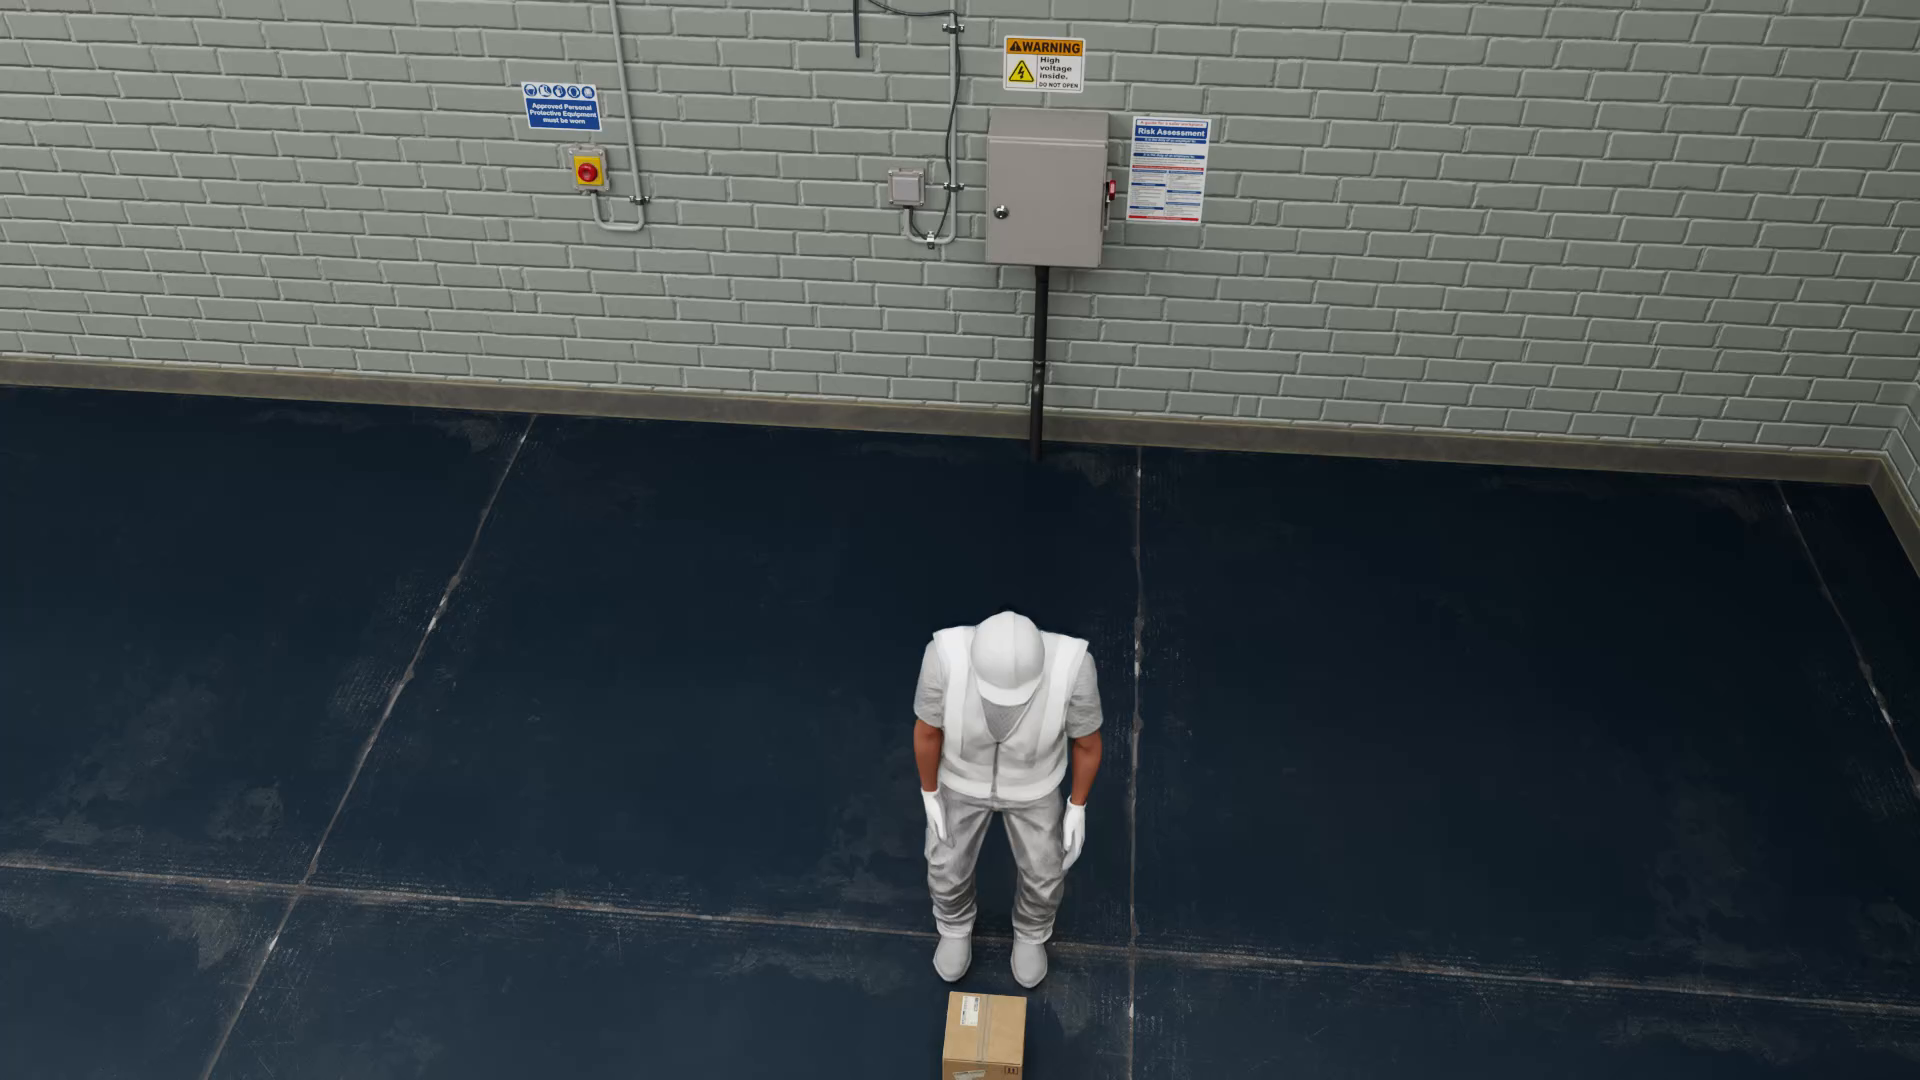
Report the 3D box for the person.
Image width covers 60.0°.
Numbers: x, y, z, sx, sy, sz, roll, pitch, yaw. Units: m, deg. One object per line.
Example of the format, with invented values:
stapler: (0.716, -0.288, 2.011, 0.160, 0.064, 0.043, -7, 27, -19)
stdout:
person: (0.147, 0.792, 5.258, 0.584, 1.695, 0.517, 4, 40, 5)
